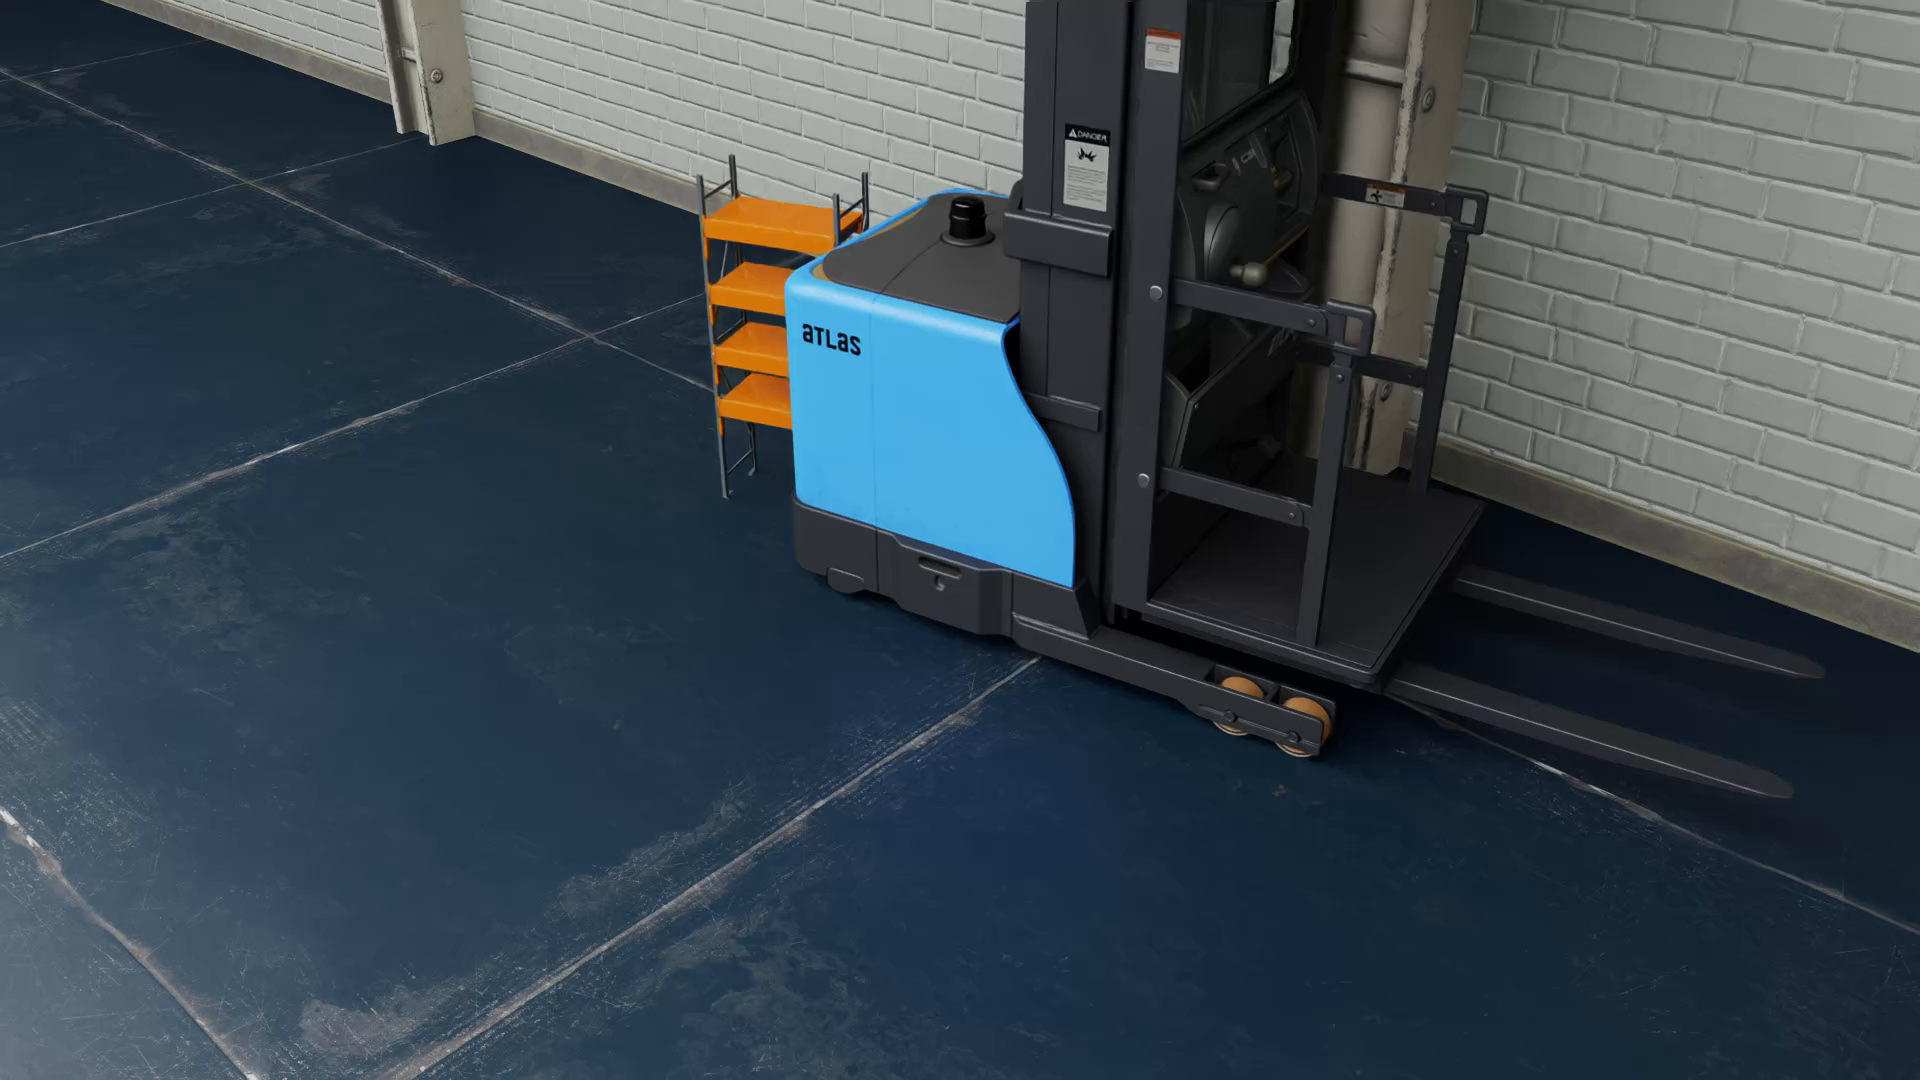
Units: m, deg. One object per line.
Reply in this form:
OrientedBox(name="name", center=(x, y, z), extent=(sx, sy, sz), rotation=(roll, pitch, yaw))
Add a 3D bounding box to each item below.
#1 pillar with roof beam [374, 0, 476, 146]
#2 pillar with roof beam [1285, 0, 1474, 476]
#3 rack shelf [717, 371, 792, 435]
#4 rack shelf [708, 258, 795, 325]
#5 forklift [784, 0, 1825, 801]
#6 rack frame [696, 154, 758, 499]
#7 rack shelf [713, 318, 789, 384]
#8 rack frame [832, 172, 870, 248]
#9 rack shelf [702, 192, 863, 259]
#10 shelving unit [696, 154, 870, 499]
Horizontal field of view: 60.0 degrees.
OrientedBox(name="pillar with roof beam", center=(-5.928, -4.585, 4.641), extent=(0.400, 9.000, 9.100), rotation=(25, 39, 35))
OrientedBox(name="pillar with roof beam", center=(-1.479, -2.509, 1.192), extent=(0.400, 9.000, 9.100), rotation=(25, 39, 35))
OrientedBox(name="rack shelf", center=(-0.577, -0.446, 5.844), extent=(0.480, 0.148, 0.258), rotation=(12, 33, 18))
OrientedBox(name="rack shelf", center=(-0.577, -0.808, 5.626), extent=(0.480, 0.148, 0.258), rotation=(12, 33, 18))
OrientedBox(name="forklift", center=(0.982, -0.953, 4.492), extent=(3.031, 2.935, 1.130), rotation=(17, 35, 26))
OrientedBox(name="rack frame", center=(-0.804, -0.721, 5.784), extent=(0.015, 1.200, 0.240), rotation=(12, 33, 18))
OrientedBox(name="rack shelf", center=(-0.577, -0.617, 5.741), extent=(0.480, 0.148, 0.258), rotation=(12, 33, 18))
OrientedBox(name="rack frame", center=(-0.350, -0.628, 5.629), extent=(0.015, 1.200, 0.240), rotation=(12, 33, 18))
OrientedBox(name="rack shelf", center=(-0.577, -1.011, 5.504), extent=(0.480, 0.148, 0.258), rotation=(12, 33, 18))
OrientedBox(name="shelving unit", center=(-0.577, -0.674, 5.707), extent=(0.503, 1.200, 0.258), rotation=(12, 33, 18))
